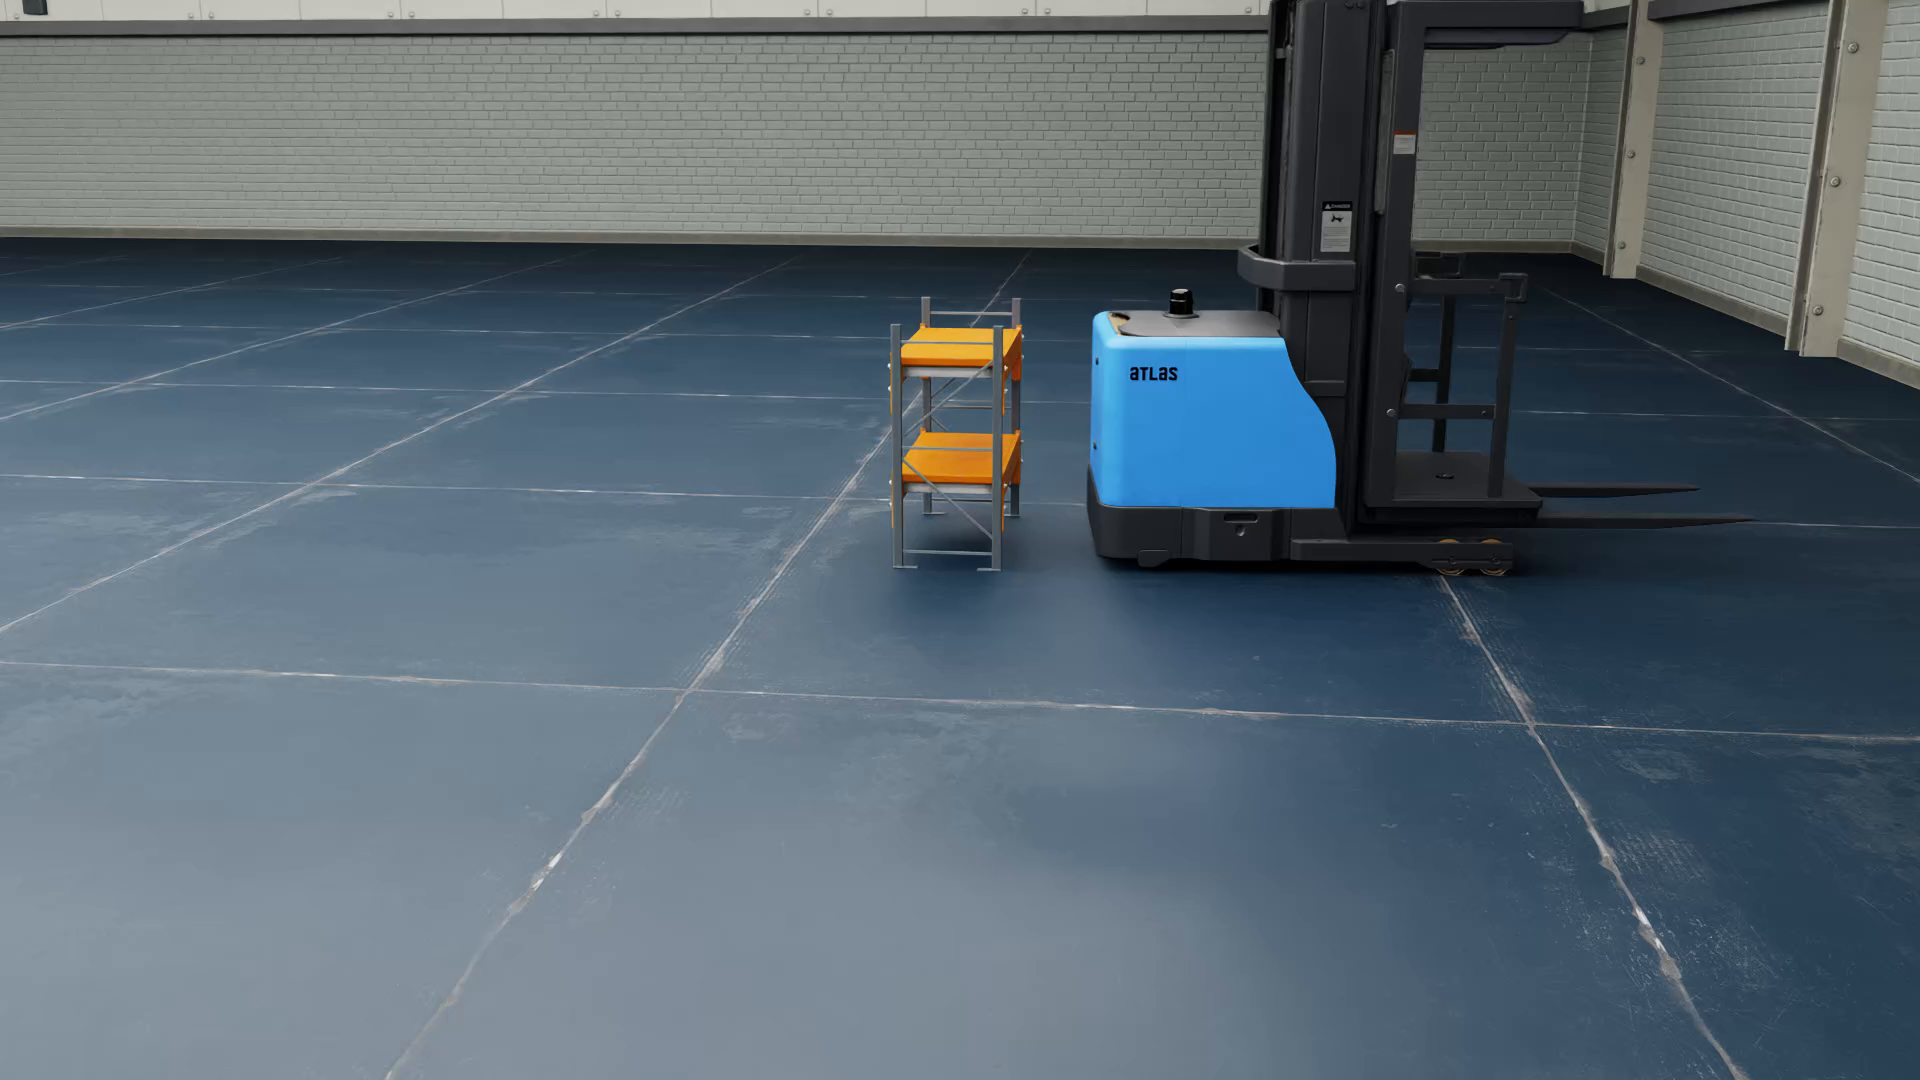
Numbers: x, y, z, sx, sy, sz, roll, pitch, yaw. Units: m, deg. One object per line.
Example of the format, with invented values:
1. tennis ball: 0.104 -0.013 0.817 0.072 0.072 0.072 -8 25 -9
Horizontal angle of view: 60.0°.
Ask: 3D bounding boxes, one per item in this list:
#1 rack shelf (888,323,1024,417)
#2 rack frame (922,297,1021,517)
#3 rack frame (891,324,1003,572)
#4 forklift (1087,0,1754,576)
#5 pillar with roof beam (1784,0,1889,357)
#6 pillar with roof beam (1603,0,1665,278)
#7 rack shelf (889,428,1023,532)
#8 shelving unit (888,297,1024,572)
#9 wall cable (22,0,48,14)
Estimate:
1. rack shelf: -0.001 -0.824 7.932 0.538 0.278 1.000 2 15 6
2. rack frame: 0.057 -0.673 8.496 0.500 1.125 0.032 2 15 6
3. rack frame: -0.058 -0.409 7.521 0.500 1.125 0.032 2 15 6
4. forklift: 2.154 -1.391 7.691 3.031 2.935 1.130 0 15 1
5. pillar with roof beam: 2.878 -6.041 13.263 9.100 9.000 0.400 2 15 6
6. pillar with roof beam: 3.556 -7.597 19.018 9.100 9.000 0.400 2 15 6
7. rack shelf: -0.001 -0.305 8.073 0.538 0.278 1.000 2 15 6
8. shelving unit: -0.001 -0.541 8.009 0.538 1.125 1.048 2 15 6
9. wall cable: -12.388 -10.481 23.169 2.305 6.003 0.169 2 15 6
